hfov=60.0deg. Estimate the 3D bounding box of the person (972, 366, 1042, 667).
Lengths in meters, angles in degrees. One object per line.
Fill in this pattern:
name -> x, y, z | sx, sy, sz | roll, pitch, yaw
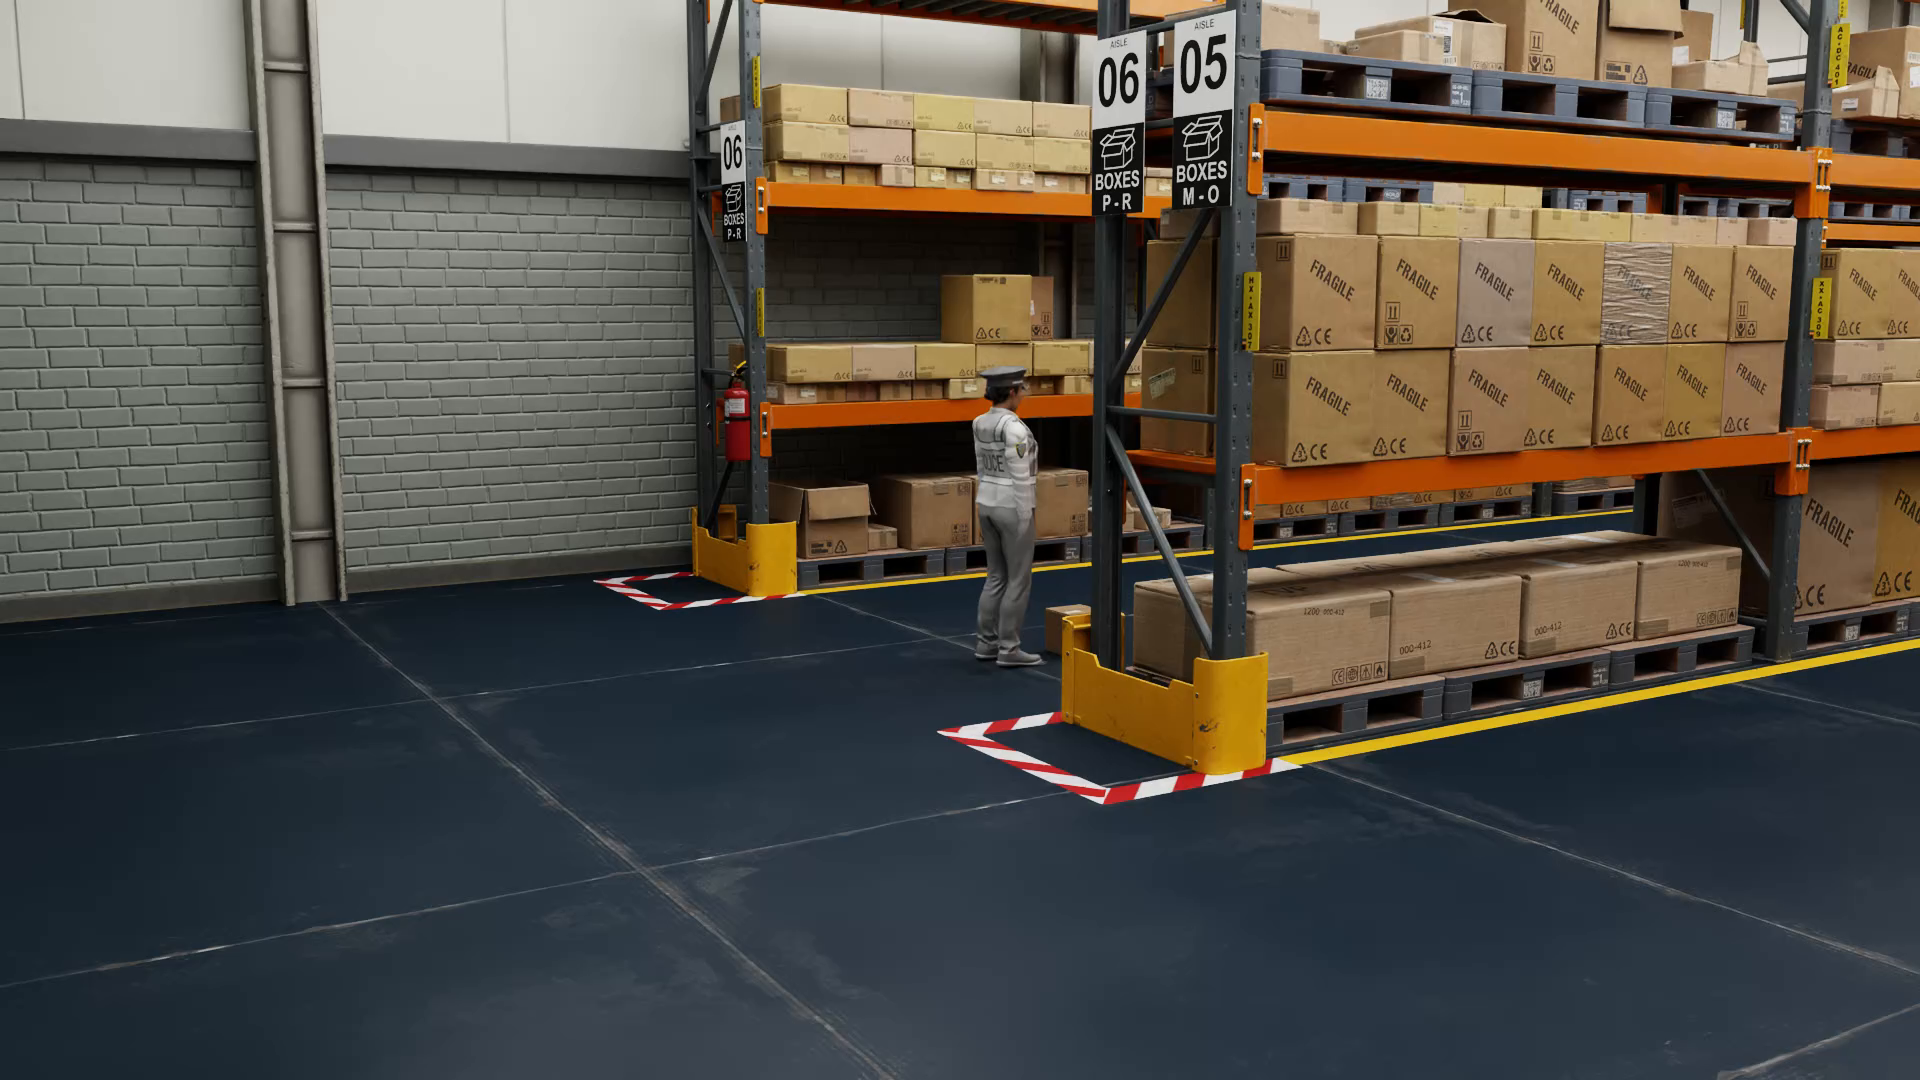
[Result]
person -> 0.263, -0.137, 9.288 | 0.329, 1.663, 0.469 | -5, 10, -30
